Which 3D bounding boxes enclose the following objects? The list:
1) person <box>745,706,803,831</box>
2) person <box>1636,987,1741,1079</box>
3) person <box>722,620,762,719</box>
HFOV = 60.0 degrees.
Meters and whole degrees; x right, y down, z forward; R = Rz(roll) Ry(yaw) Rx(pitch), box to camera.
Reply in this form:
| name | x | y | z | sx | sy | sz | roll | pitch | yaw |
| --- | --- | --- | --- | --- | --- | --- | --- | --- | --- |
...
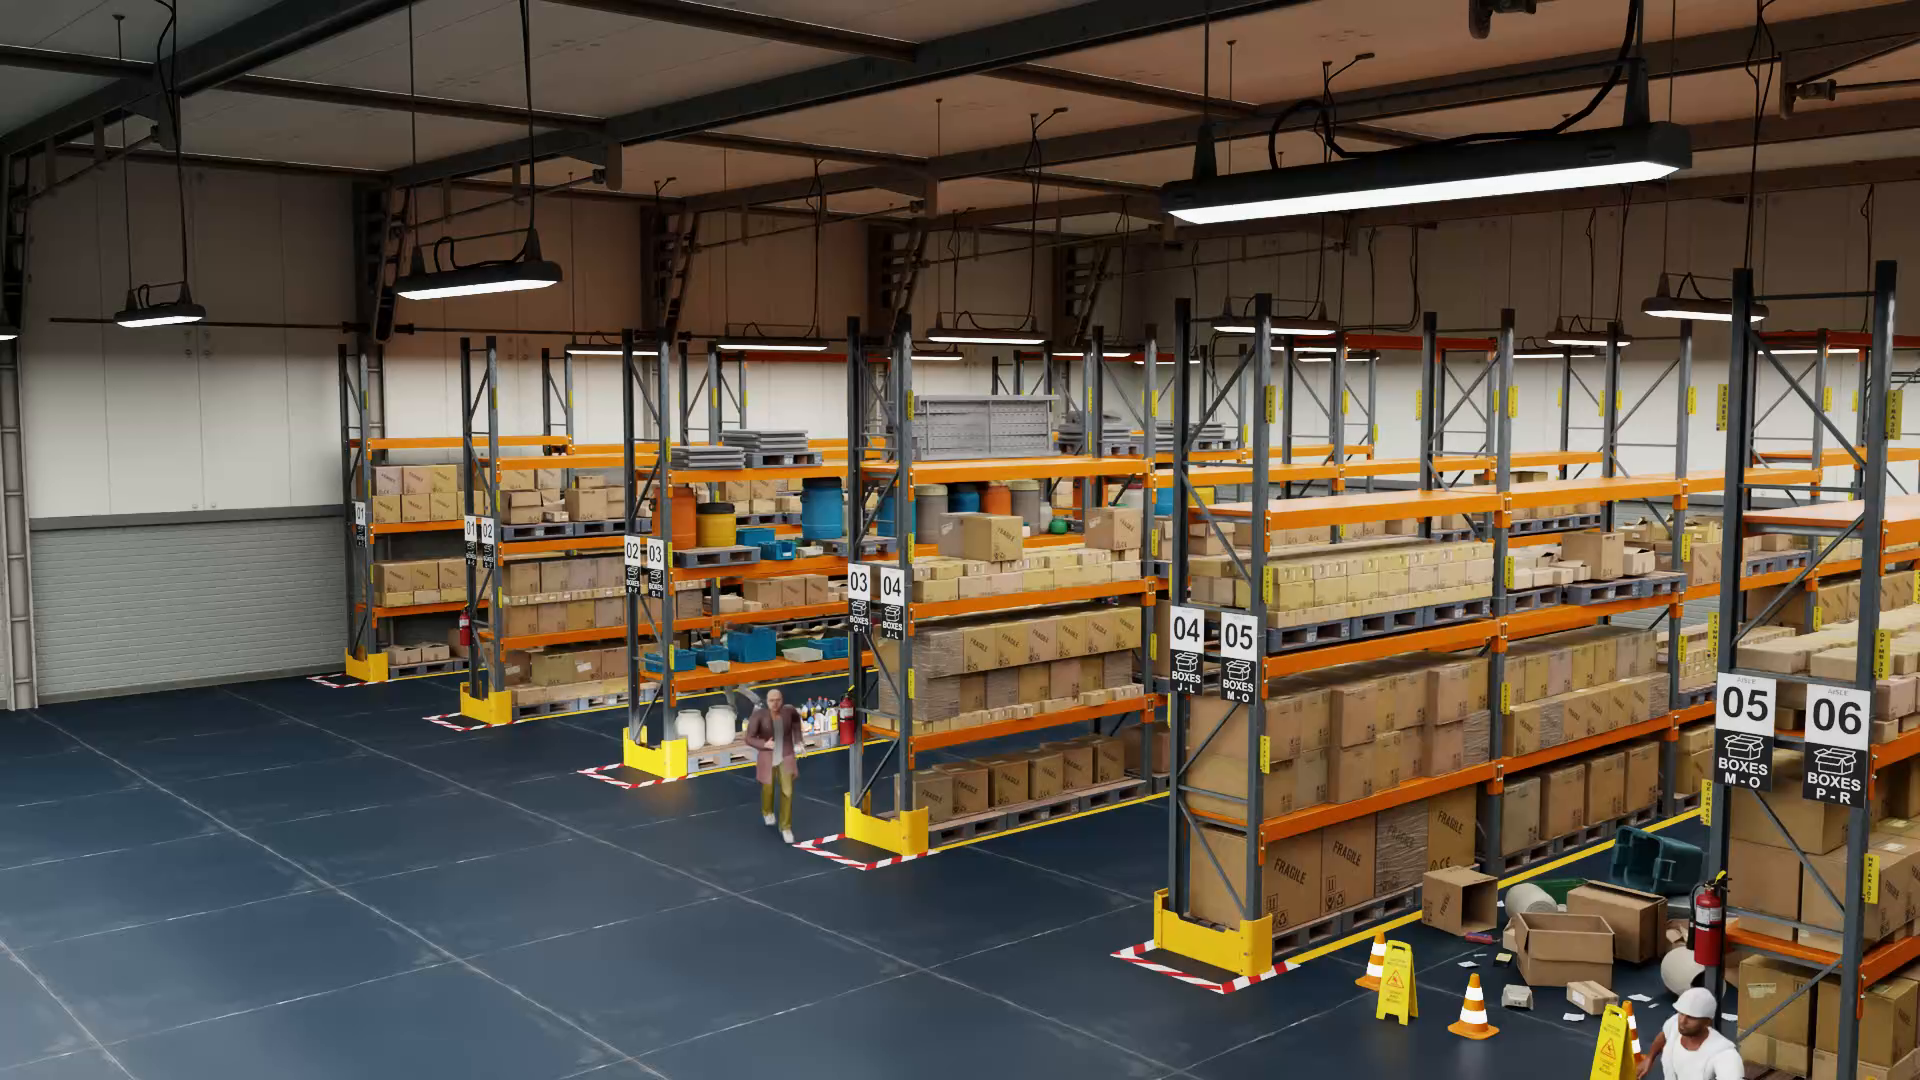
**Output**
| name | x | y | z | sx | sy | sz | roll | pitch | yaw |
| --- | --- | --- | --- | --- | --- | --- | --- | --- | --- |
| person | -2.160 | 2.587 | 19.318 | 0.689 | 1.433 | 0.906 | -1 | 5 | -11 |
| person | 4.340 | 3.090 | 10.021 | 0.631 | 0.885 | 0.890 | -3 | 6 | -33 |
| person | -3.508 | 2.026 | 26.218 | 0.561 | 1.567 | 0.777 | 5 | 7 | 42 |
